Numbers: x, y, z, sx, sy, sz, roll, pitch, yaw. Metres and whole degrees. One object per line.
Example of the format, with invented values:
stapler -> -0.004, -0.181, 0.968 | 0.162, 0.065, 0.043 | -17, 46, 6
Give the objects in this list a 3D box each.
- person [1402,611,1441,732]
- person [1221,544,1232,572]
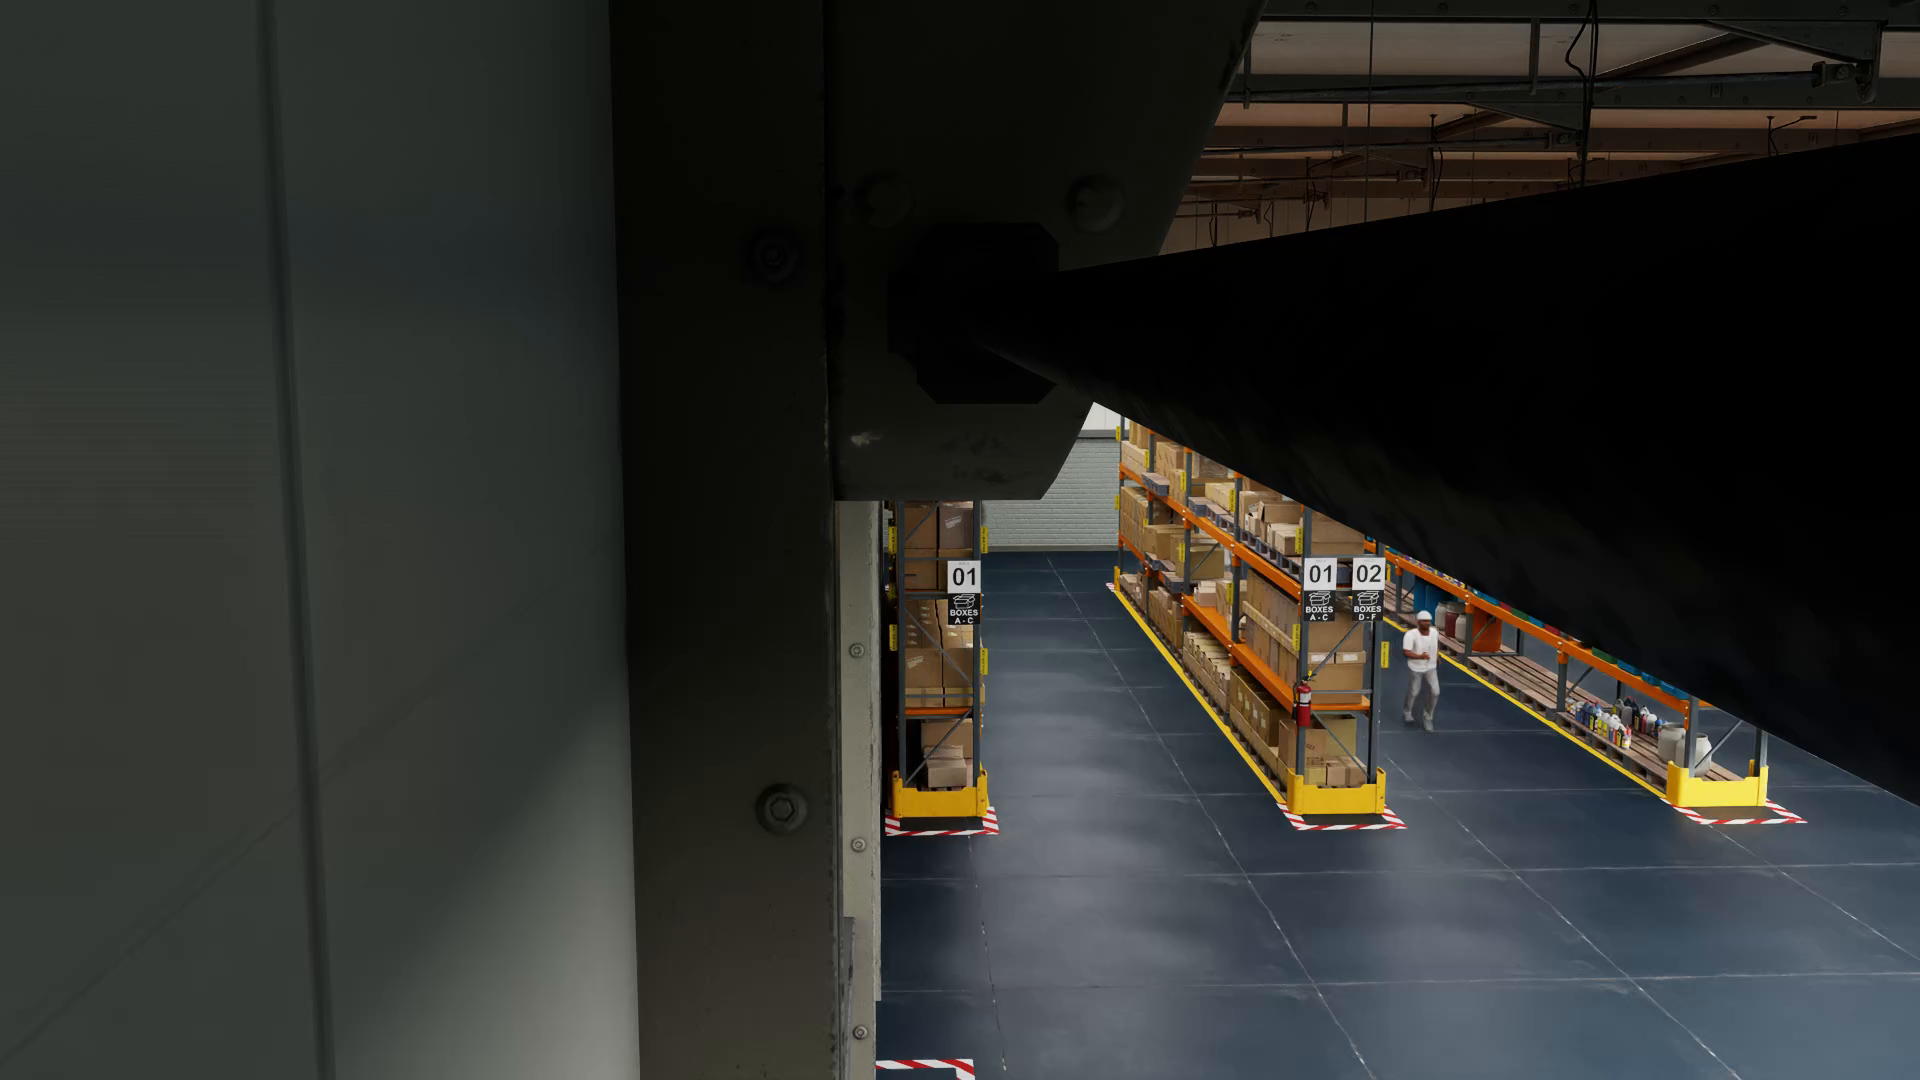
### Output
person -> 6.847, 1.932, 24.609 | 0.684, 1.812, 0.823 | -2, 8, -12
person -> 5.774, 0.299, 35.990 | 0.705, 1.781, 0.720 | -2, 8, -14
